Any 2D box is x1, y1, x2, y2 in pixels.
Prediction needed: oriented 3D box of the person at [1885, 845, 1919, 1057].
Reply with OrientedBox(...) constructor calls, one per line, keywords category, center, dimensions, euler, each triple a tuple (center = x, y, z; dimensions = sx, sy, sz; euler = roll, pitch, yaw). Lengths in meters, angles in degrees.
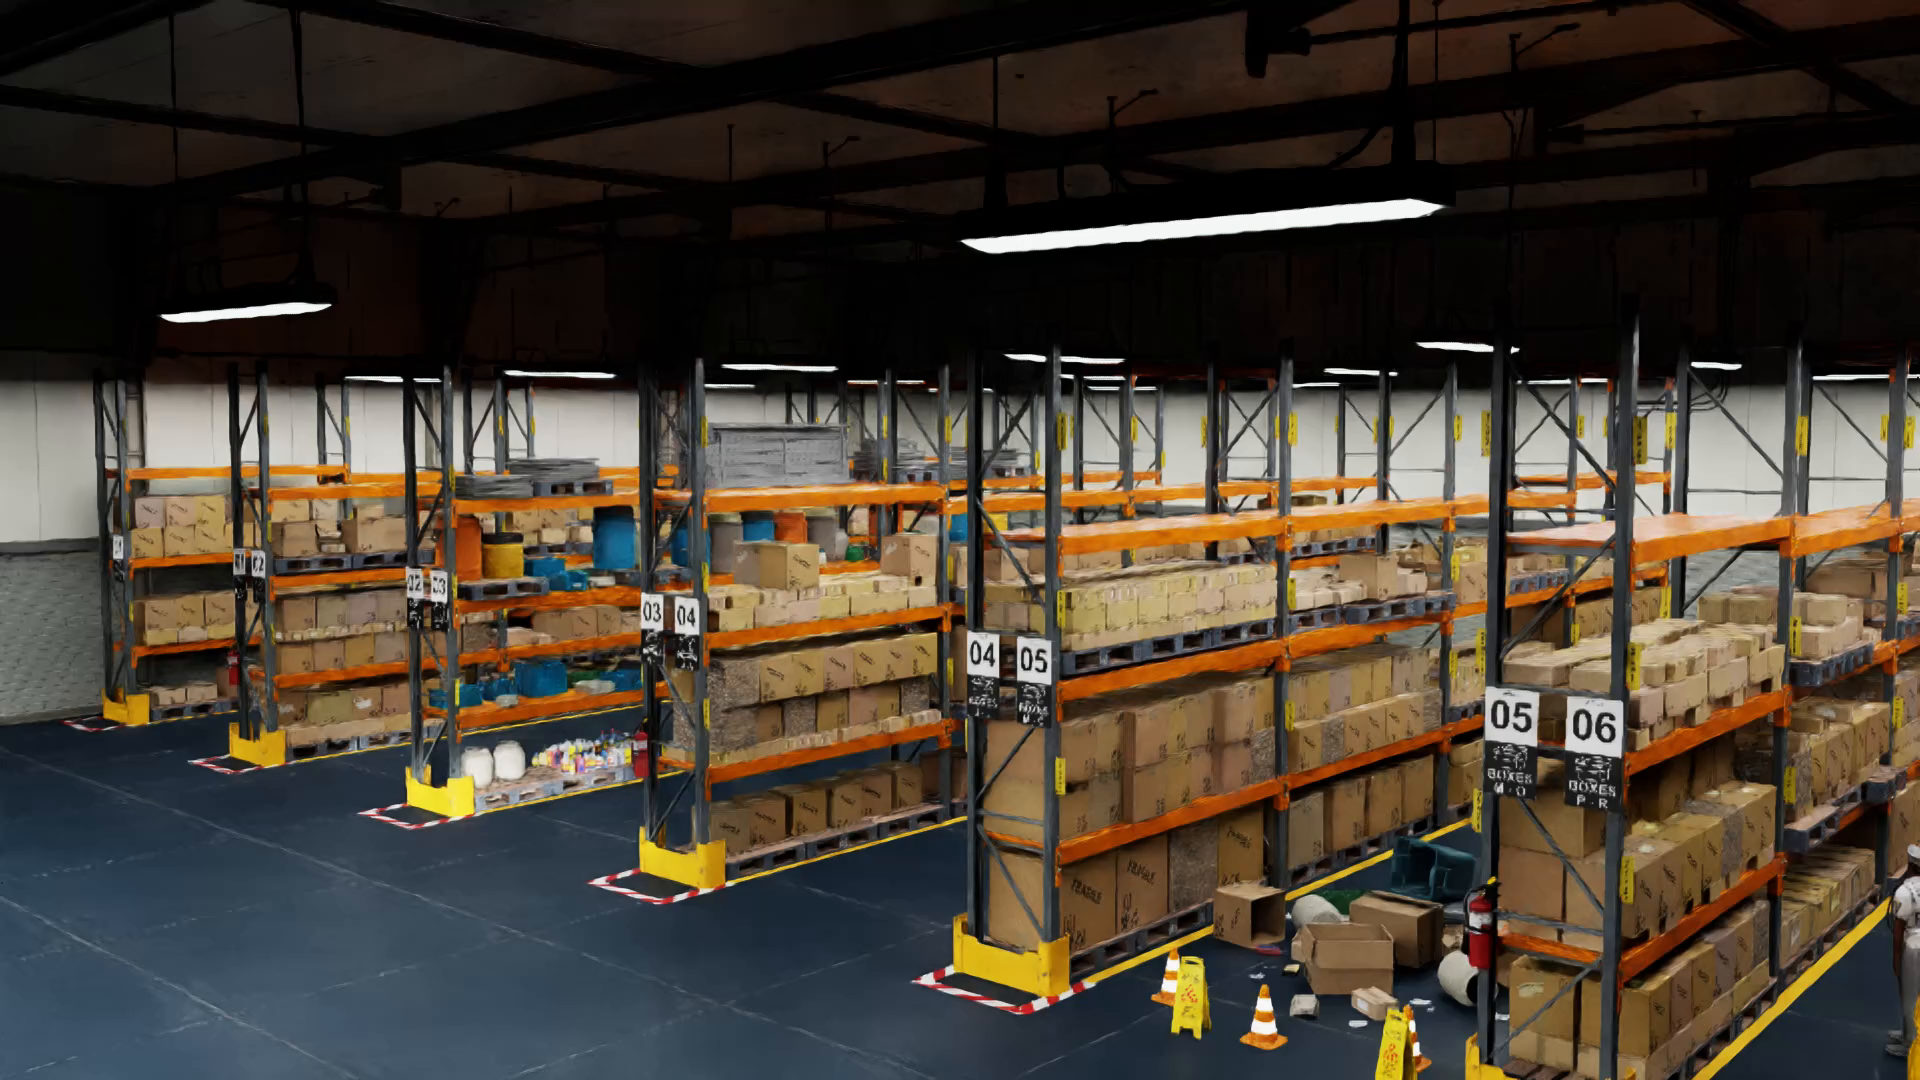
OrientedBox(category="person", center=(7.738, 3.324, 13.515), dimensions=(0.497, 1.677, 0.468), euler=(-1, 4, -18))
